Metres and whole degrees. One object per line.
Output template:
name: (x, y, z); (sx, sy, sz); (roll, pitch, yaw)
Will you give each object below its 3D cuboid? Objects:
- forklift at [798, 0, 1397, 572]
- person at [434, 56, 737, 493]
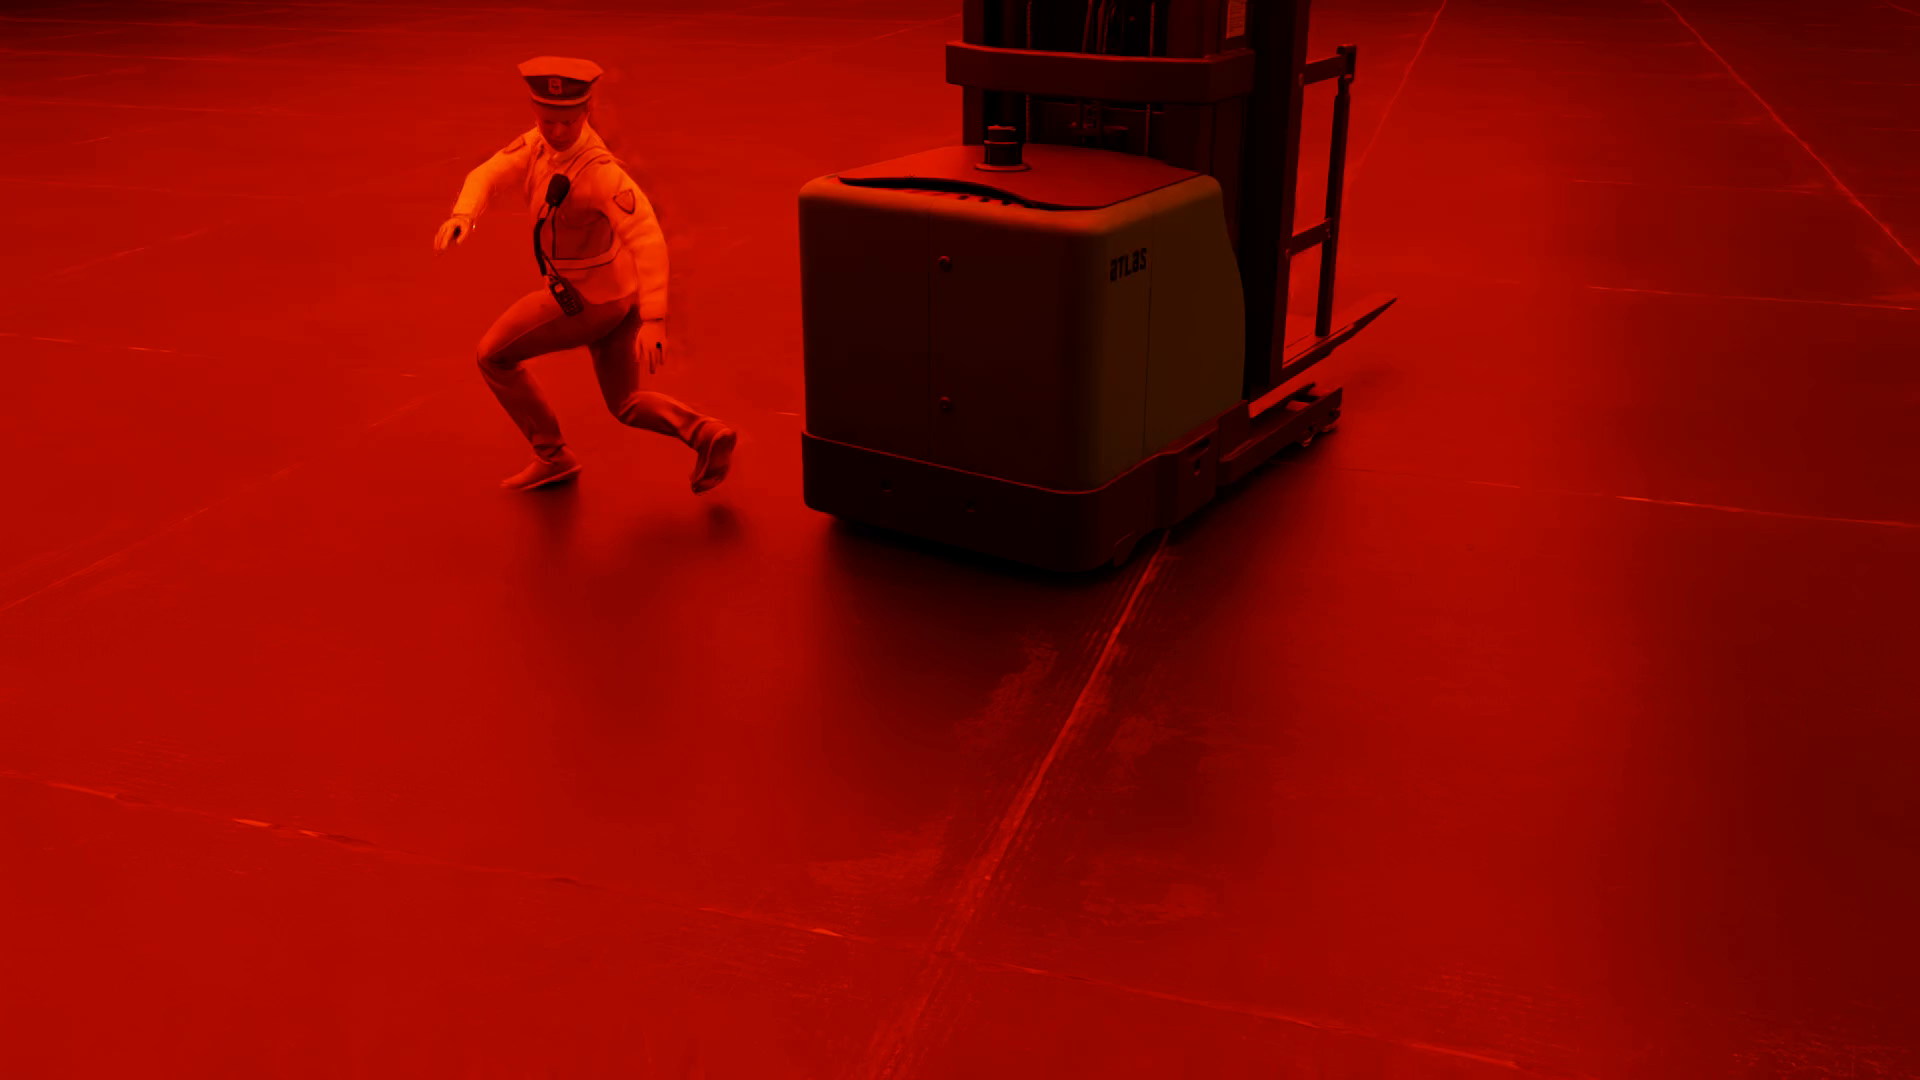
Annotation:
forklift: (0.739, -1.773, 5.575); (1.130, 2.935, 3.031); (14, 26, 31)
person: (-1.151, -0.771, 5.210); (0.892, 1.441, 0.611); (3, 23, 7)
